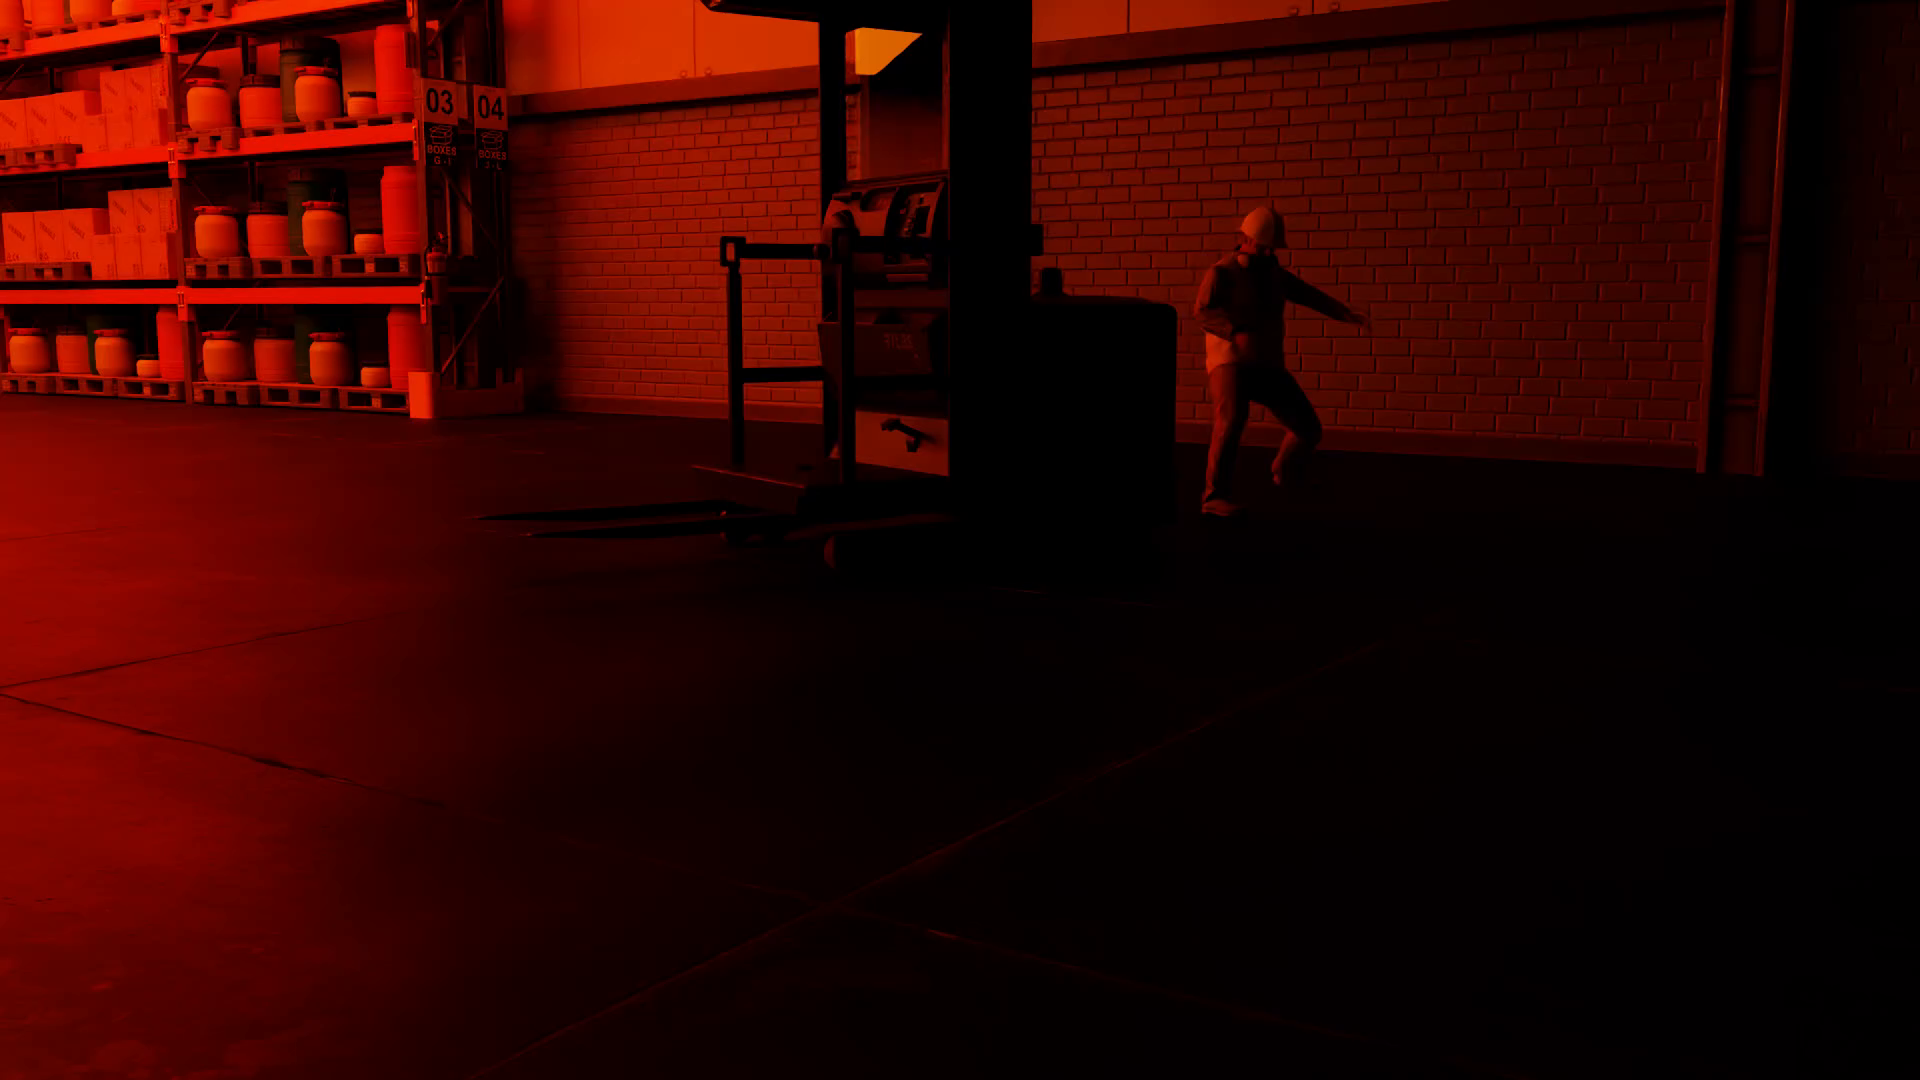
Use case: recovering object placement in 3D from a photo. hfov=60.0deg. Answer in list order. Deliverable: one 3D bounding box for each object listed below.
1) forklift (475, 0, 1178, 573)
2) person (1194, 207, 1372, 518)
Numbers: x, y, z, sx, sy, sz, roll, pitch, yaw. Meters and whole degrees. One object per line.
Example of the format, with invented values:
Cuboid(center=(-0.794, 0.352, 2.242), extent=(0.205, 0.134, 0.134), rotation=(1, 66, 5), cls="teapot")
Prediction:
Cuboid(center=(-0.507, -1.403, 7.061), extent=(3.031, 2.935, 1.130), rotation=(-5, 10, -33), cls="forklift")
Cuboid(center=(1.660, -0.960, 8.765), extent=(1.225, 1.570, 0.929), rotation=(-4, 9, -28), cls="person")
